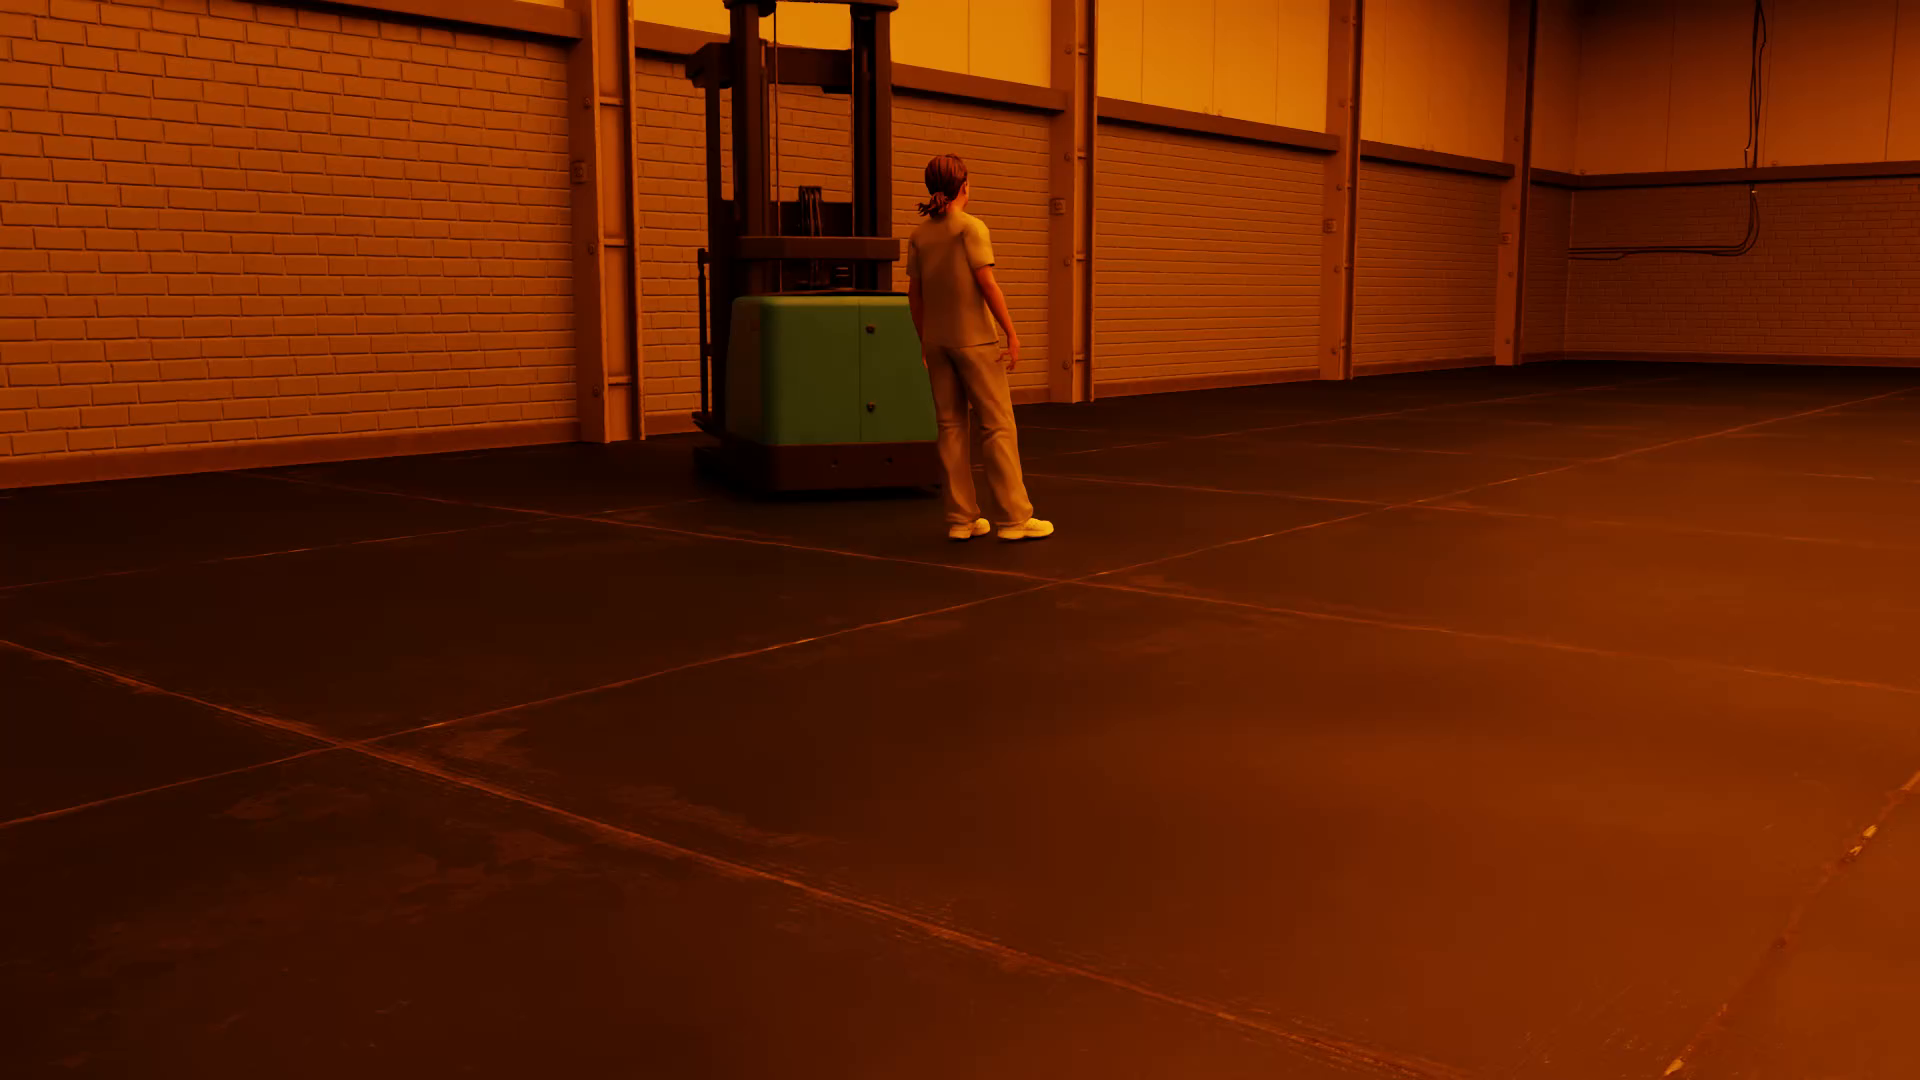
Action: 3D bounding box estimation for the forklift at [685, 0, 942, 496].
[{"bbox_3d":[-1.016,-1.860,9.992,1.130,2.935,3.031,-3,9,-19],"label":"forklift"}]

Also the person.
[{"bbox_3d":[0.057,-0.843,7.331,0.549,1.673,0.548,7,11,38],"label":"person"}]
